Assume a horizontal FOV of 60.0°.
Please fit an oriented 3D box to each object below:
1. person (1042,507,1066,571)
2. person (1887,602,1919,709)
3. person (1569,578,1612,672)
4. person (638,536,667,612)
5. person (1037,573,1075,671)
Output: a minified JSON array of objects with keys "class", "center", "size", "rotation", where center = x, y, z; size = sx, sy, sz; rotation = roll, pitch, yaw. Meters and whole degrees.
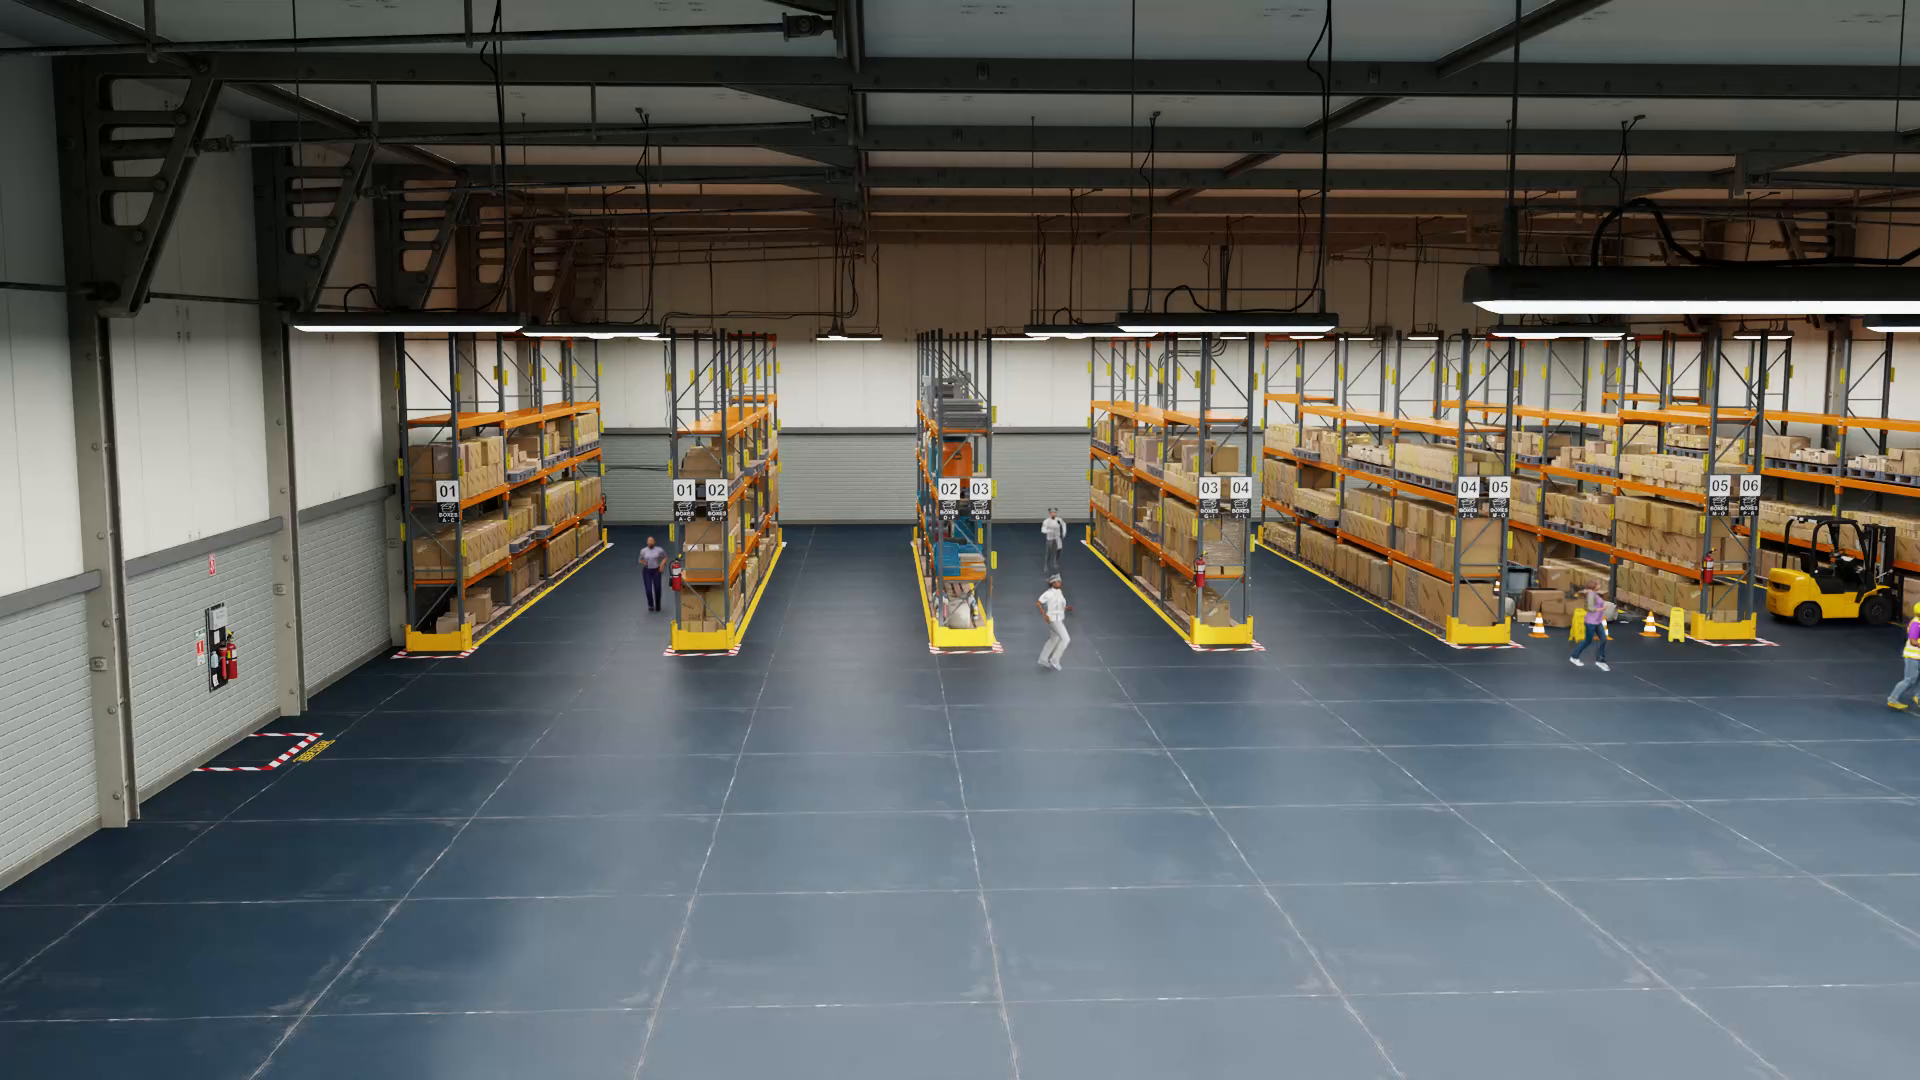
[{"class":"person","center":[2.325,-0.015,41.248],"size":[0.622,1.649,0.900],"rotation":[0,7,-2]},{"class":"person","center":[14.823,1.828,25.772],"size":[0.680,1.768,0.751],"rotation":[-6,9,-42]},{"class":"person","center":[11.100,1.479,29.214],"size":[0.706,1.635,0.520],"rotation":[6,9,39]},{"class":"person","center":[-6.572,0.739,35.517],"size":[0.587,1.640,0.610],"rotation":[-1,7,-6]},{"class":"person","center":[1.696,1.446,29.275],"size":[0.701,1.726,0.544],"rotation":[3,7,21]}]
